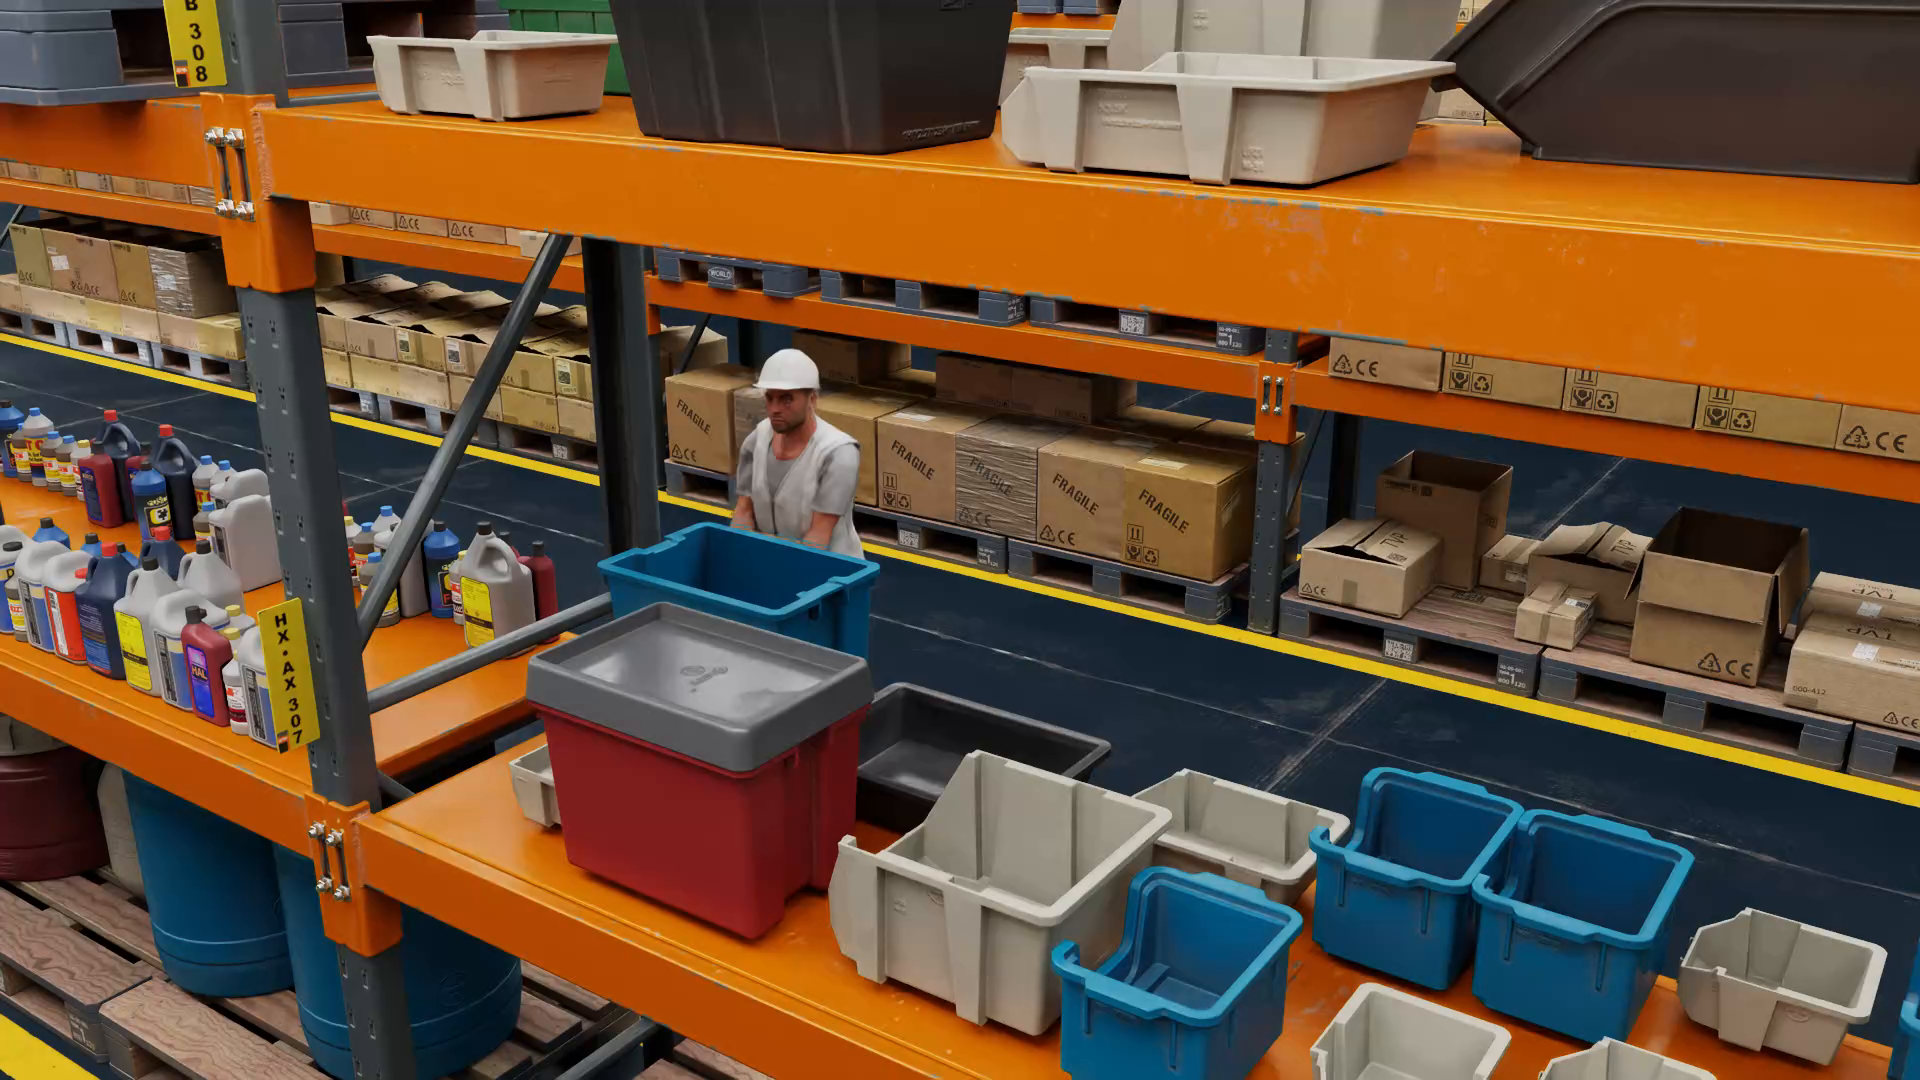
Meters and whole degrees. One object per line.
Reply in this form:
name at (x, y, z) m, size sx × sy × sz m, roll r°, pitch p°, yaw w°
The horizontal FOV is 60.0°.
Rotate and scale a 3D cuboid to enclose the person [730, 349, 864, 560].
person at (-0.608, 0.185, 6.032) m, size 0.494 × 1.777 × 0.569 m, roll 12°, pitch 23°, yaw 31°
